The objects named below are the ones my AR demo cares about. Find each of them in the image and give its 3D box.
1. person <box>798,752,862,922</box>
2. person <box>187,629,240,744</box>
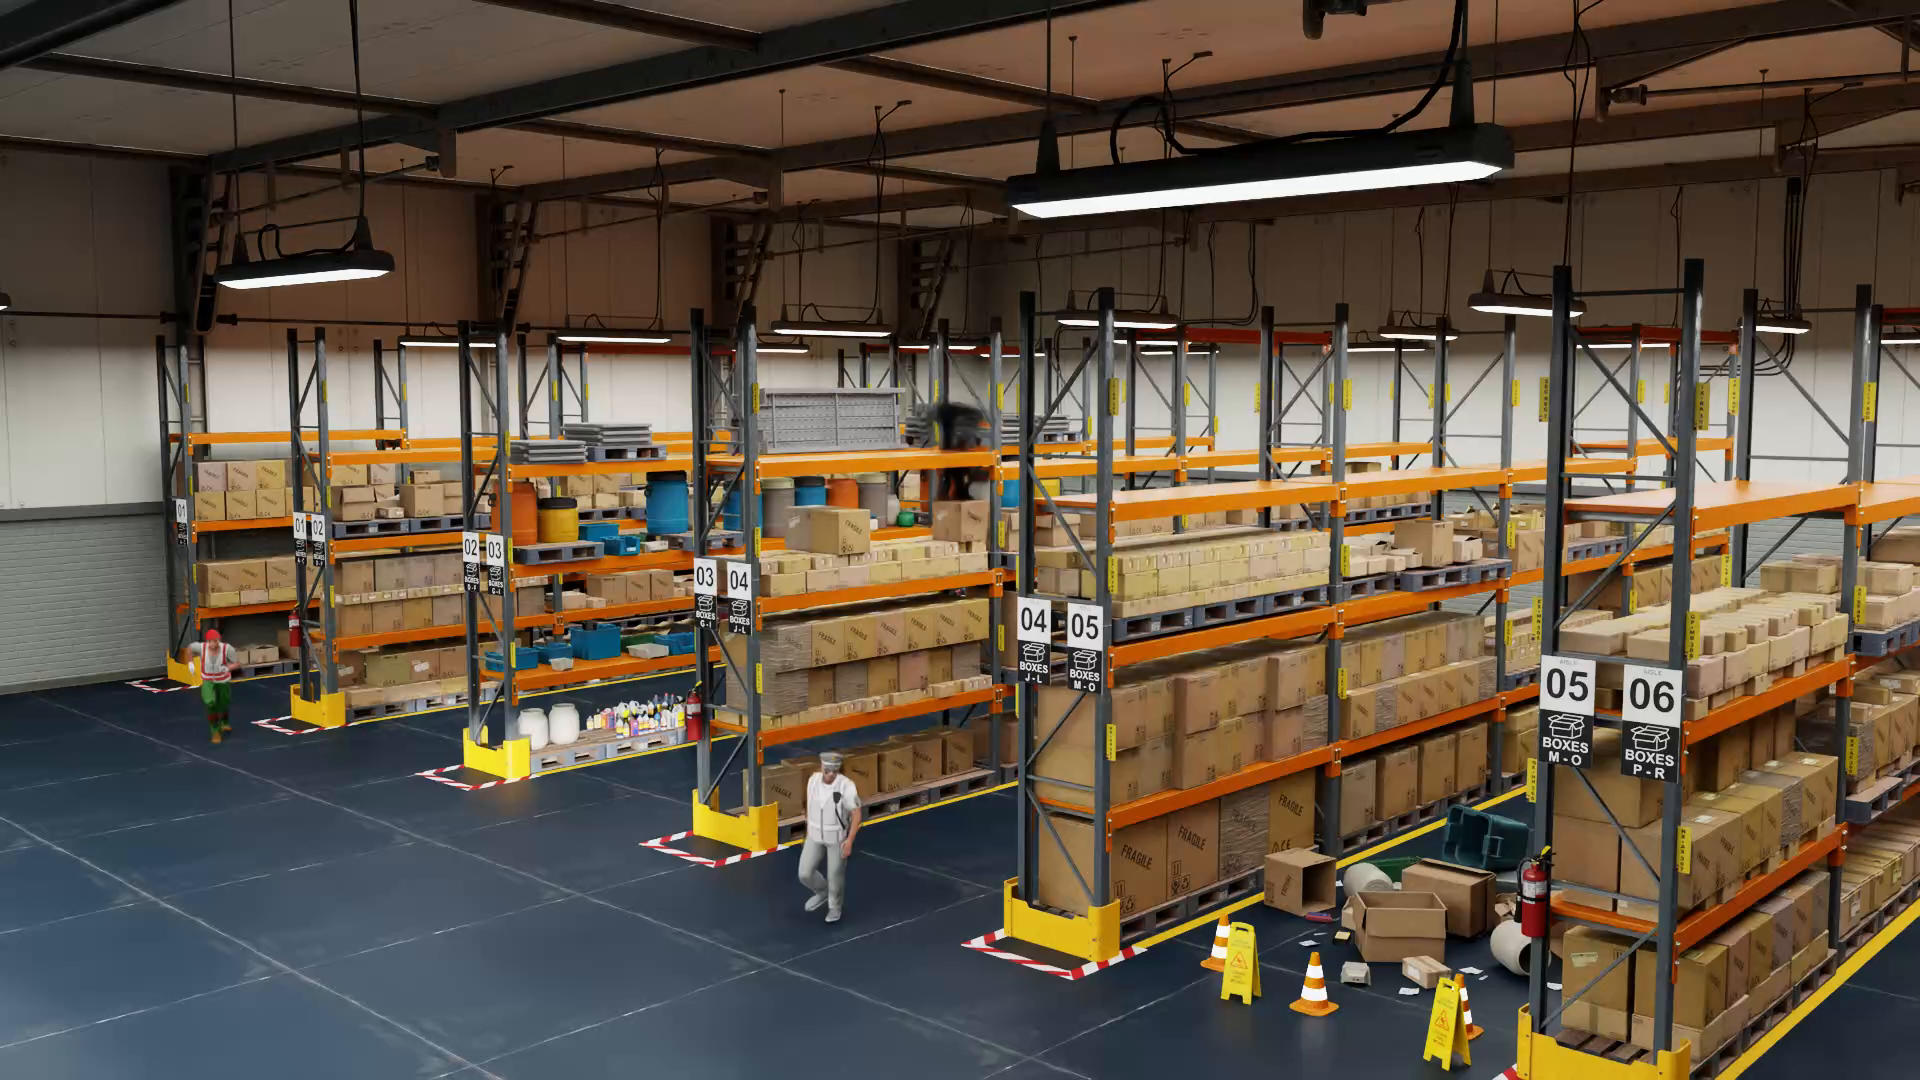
[{"bbox_3d":[-1.238,2.831,15.868,0.674,1.701,0.633,2,6,16],"label":"person"},{"bbox_3d":[-10.787,2.095,24.094,0.714,1.716,1.003,-2,6,-17],"label":"person"}]
